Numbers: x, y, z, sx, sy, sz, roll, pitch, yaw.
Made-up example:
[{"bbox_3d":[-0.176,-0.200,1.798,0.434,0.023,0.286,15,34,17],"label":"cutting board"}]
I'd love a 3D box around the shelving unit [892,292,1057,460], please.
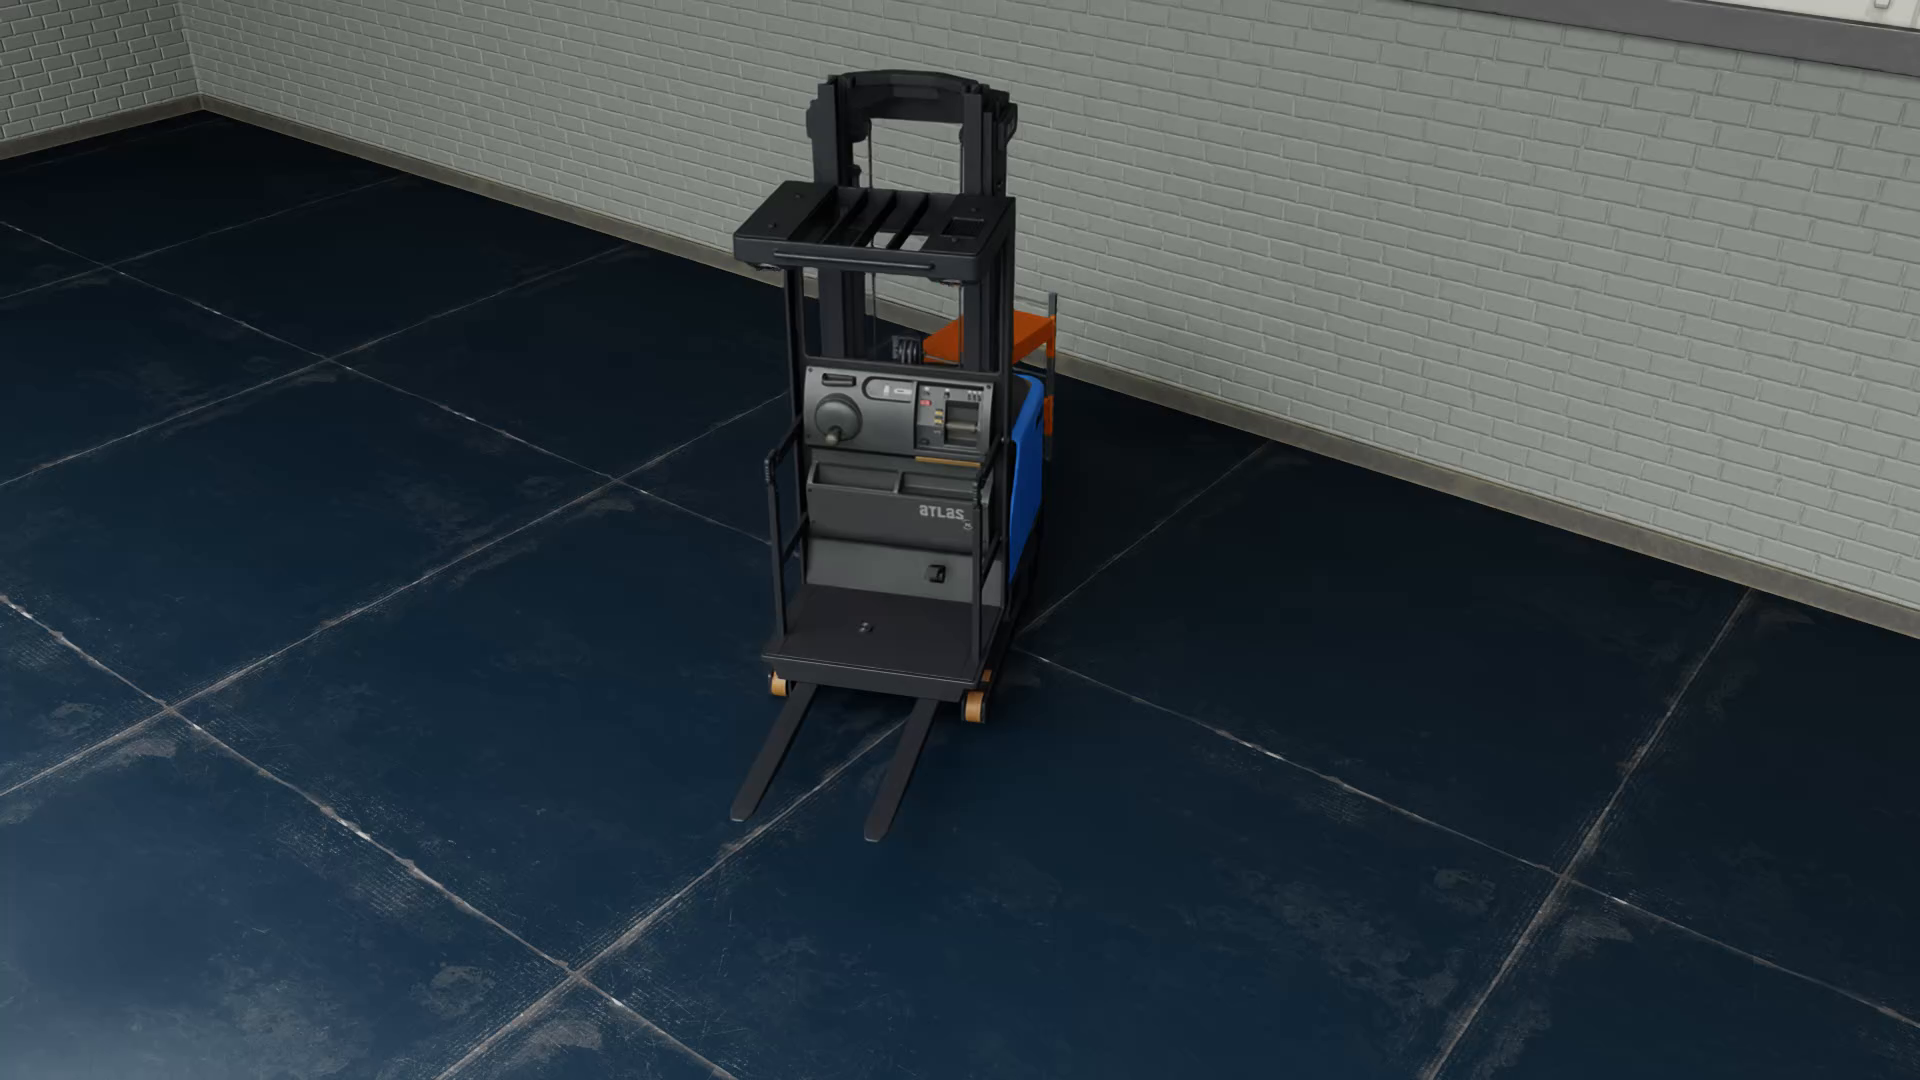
[{"bbox_3d":[0.101,-0.849,10.080,0.538,1.125,1.048,18,35,27],"label":"shelving unit"}]

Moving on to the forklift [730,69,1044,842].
[{"bbox_3d":[-0.344,-0.566,7.830,1.130,2.935,3.031,7,31,11],"label":"forklift"}]

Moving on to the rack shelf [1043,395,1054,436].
[{"bbox_3d":[0.101,-0.639,10.204,0.538,0.278,1.000,18,35,27],"label":"rack shelf"}]

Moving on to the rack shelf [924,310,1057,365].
[{"bbox_3d":[0.101,-1.101,9.930,0.538,0.278,1.000,18,35,27],"label":"rack shelf"}]

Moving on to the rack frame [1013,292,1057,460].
[{"bbox_3d":[0.369,-1.069,10.451,0.500,1.125,0.032,18,35,27],"label":"rack frame"}]

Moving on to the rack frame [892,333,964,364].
[{"bbox_3d":[-0.168,-0.629,9.708,0.500,1.125,0.032,18,35,27],"label":"rack frame"}]
